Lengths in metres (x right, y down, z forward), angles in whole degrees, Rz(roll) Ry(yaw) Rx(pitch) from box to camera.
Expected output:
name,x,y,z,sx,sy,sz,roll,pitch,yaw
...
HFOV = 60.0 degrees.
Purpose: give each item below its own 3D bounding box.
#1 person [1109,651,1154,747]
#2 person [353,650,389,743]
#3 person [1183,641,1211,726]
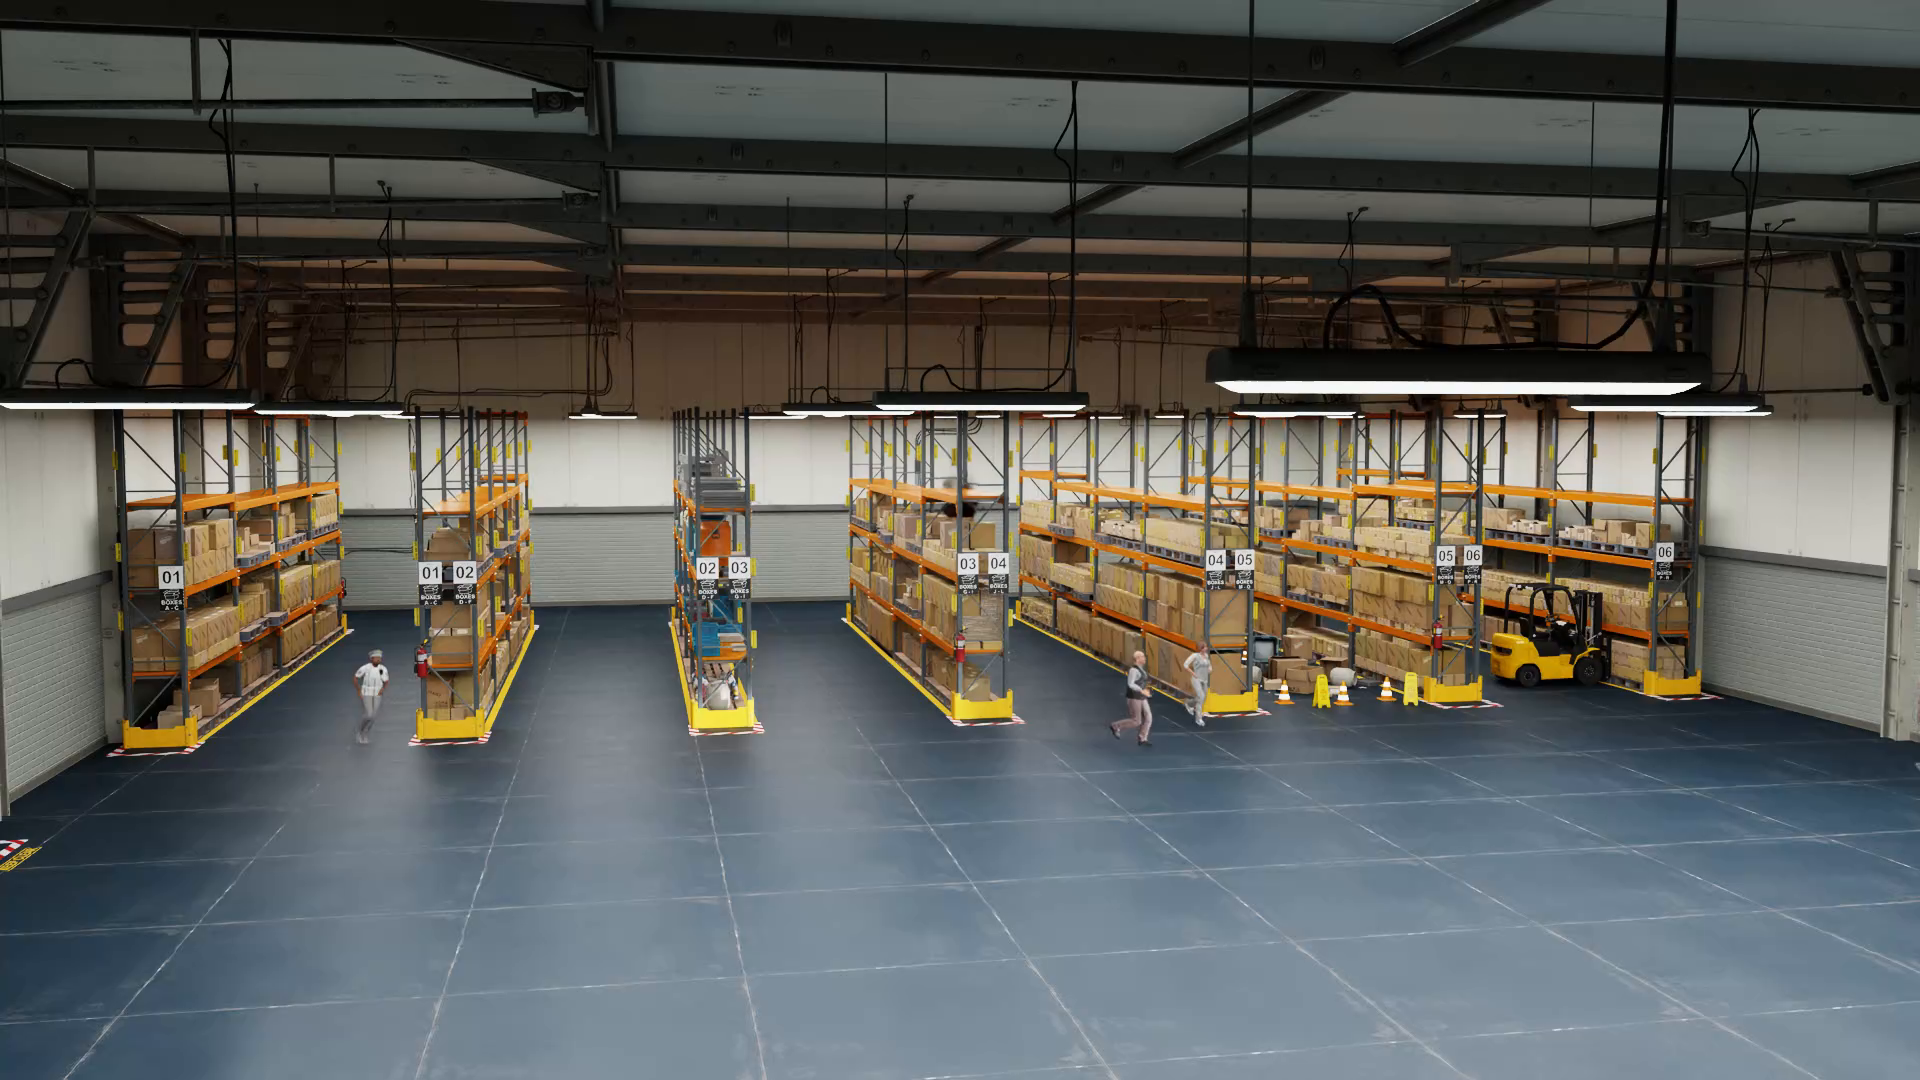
name,x,y,z,sx,sy,sz,roll,pitch,yaw
person,3.056,2.797,29.334,0.813,1.692,0.652,2,4,22
person,-10.484,2.790,29.665,0.608,1.652,0.543,-3,5,-39
person,4.567,2.707,31.748,0.565,1.571,0.784,-3,5,-36
